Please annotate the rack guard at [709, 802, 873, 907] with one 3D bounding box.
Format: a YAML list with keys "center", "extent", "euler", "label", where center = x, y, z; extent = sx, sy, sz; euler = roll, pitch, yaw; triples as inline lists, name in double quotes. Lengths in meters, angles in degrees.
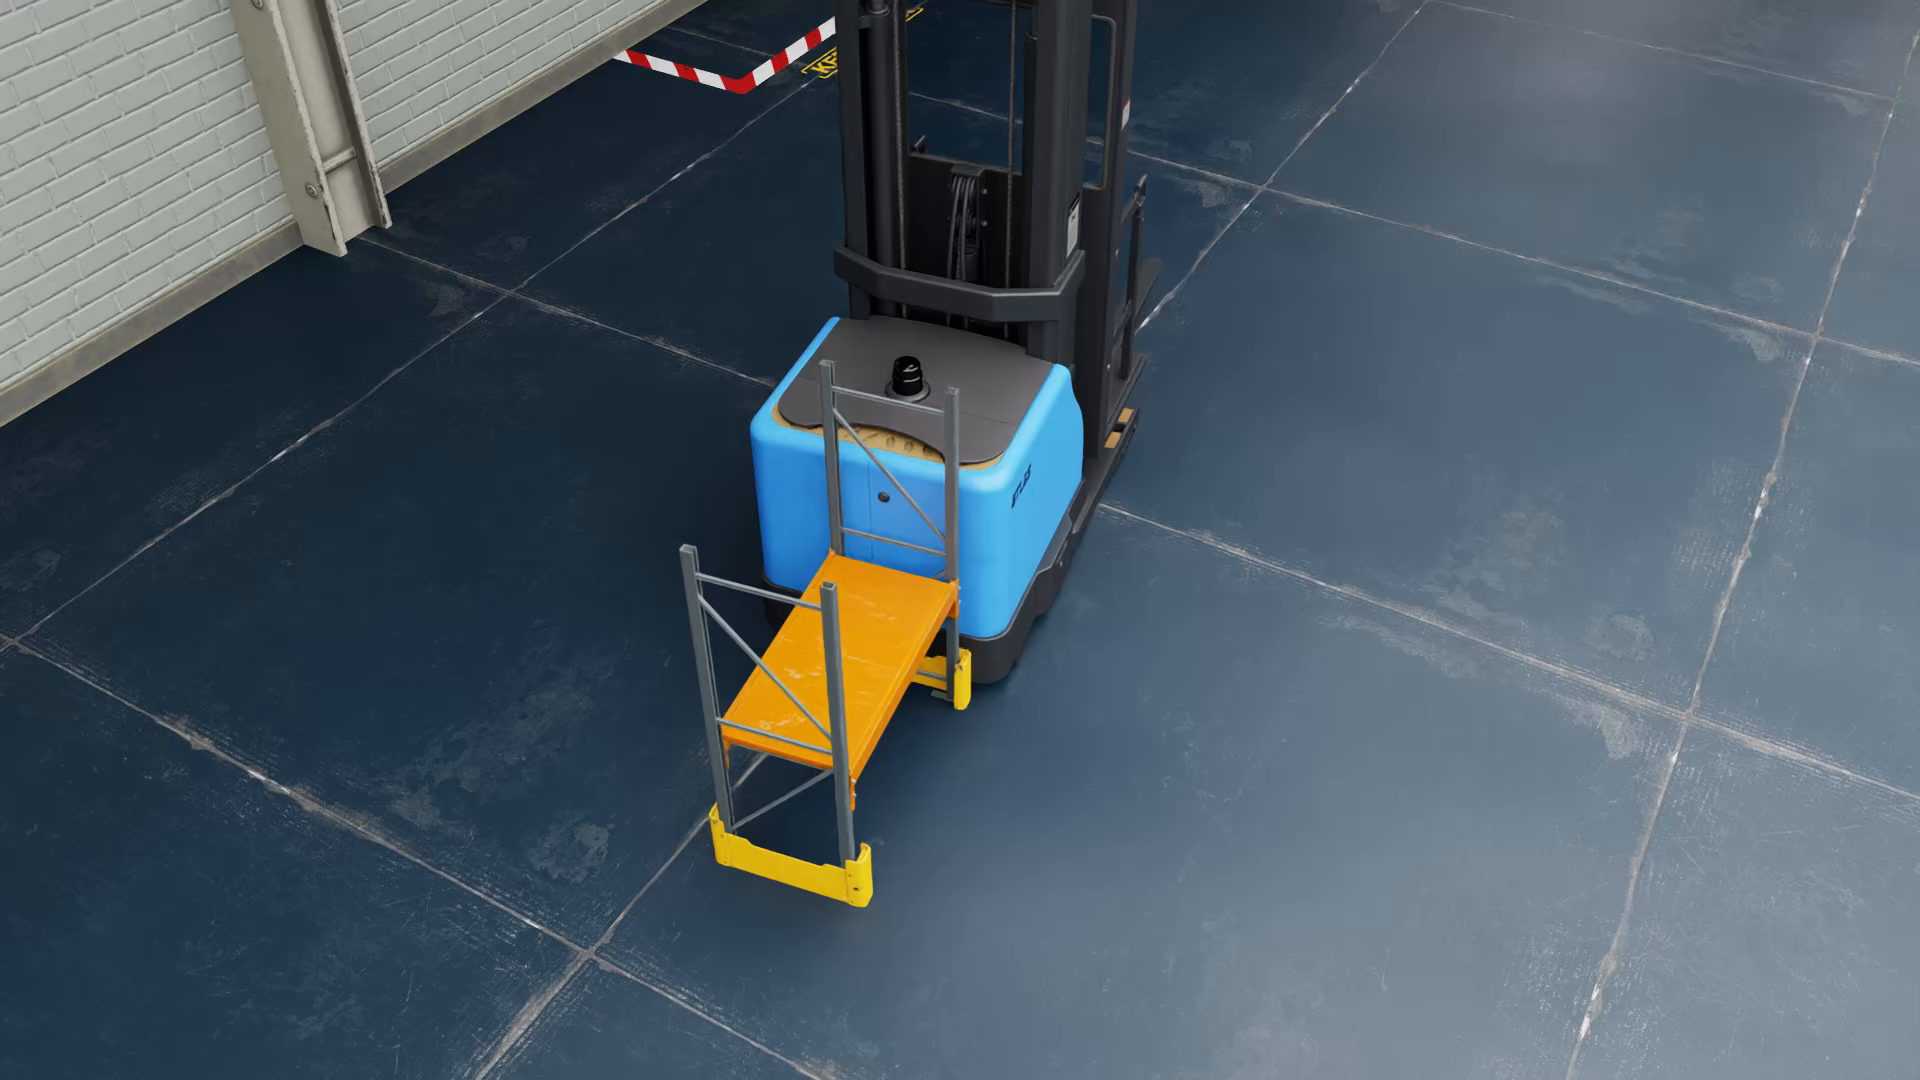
- center: [-0.590, 1.098, 5.814]
  extent: [0.587, 0.250, 0.087]
  euler: [14, 43, 15]
  label: "rack guard"

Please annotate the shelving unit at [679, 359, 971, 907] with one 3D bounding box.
- center: [-0.416, 0.321, 5.751]
  extent: [0.587, 1.500, 1.083]
  euler: [14, 43, 15]
  label: "shelving unit"

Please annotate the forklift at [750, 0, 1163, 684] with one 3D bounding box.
- center: [0.195, -1.522, 6.760]
  extent: [1.130, 2.935, 3.031]
  euler: [14, 43, 15]
  label: "forklift"

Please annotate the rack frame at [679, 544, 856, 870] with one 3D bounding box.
- center: [-0.597, 0.641, 5.387]
  extent: [0.500, 1.500, 0.032]
  euler: [14, 43, 15]
  label: "rack frame"

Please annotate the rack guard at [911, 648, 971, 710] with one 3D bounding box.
- center: [-0.242, 0.481, 6.514]
  extent: [0.587, 0.250, 0.087]
  euler: [14, 43, 15]
  label: "rack guard"

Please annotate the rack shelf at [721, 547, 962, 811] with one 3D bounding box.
- center: [-0.419, 0.461, 5.864]
  extent: [0.538, 0.185, 1.000]
  euler: [14, 43, 15]
  label: "rack shelf"

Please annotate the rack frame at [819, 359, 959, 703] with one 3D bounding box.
- center: [-0.242, 0.011, 6.102]
  extent: [0.500, 1.500, 0.032]
  euler: [14, 43, 15]
  label: "rack frame"

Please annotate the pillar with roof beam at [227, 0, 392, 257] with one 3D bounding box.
- center: [0.345, -3.646, 4.582]
  extent: [9.100, 9.000, 0.400]
  euler: [21, 45, 22]
  label: "pillar with roof beam"
